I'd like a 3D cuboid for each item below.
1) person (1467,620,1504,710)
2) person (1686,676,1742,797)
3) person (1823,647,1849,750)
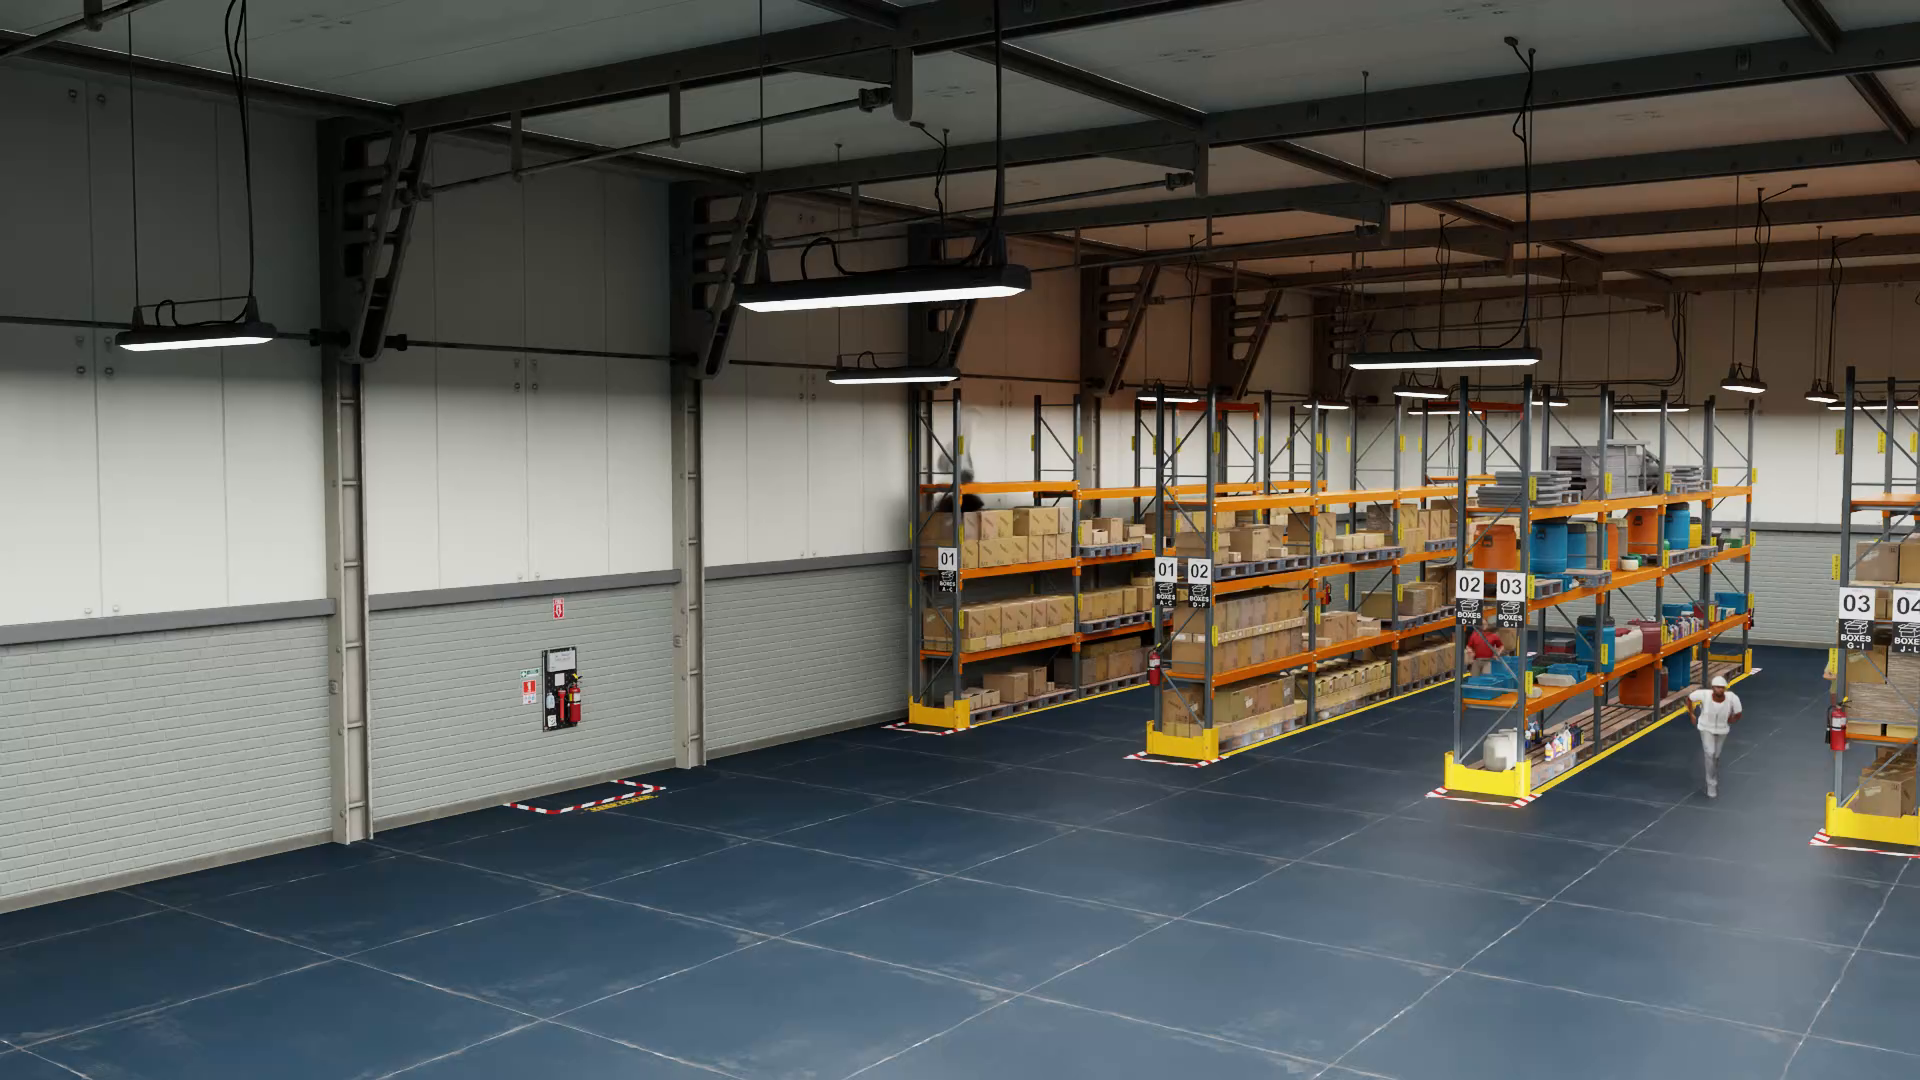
[{"bbox_3d":[9.977,2.353,31.651,0.674,1.682,0.782,2,4,27],"label":"person"},{"bbox_3d":[10.874,2.805,24.017,0.715,1.767,0.943,1,3,13],"label":"person"},{"bbox_3d":[14.620,2.571,27.590,0.536,1.688,0.904,2,4,25],"label":"person"}]
